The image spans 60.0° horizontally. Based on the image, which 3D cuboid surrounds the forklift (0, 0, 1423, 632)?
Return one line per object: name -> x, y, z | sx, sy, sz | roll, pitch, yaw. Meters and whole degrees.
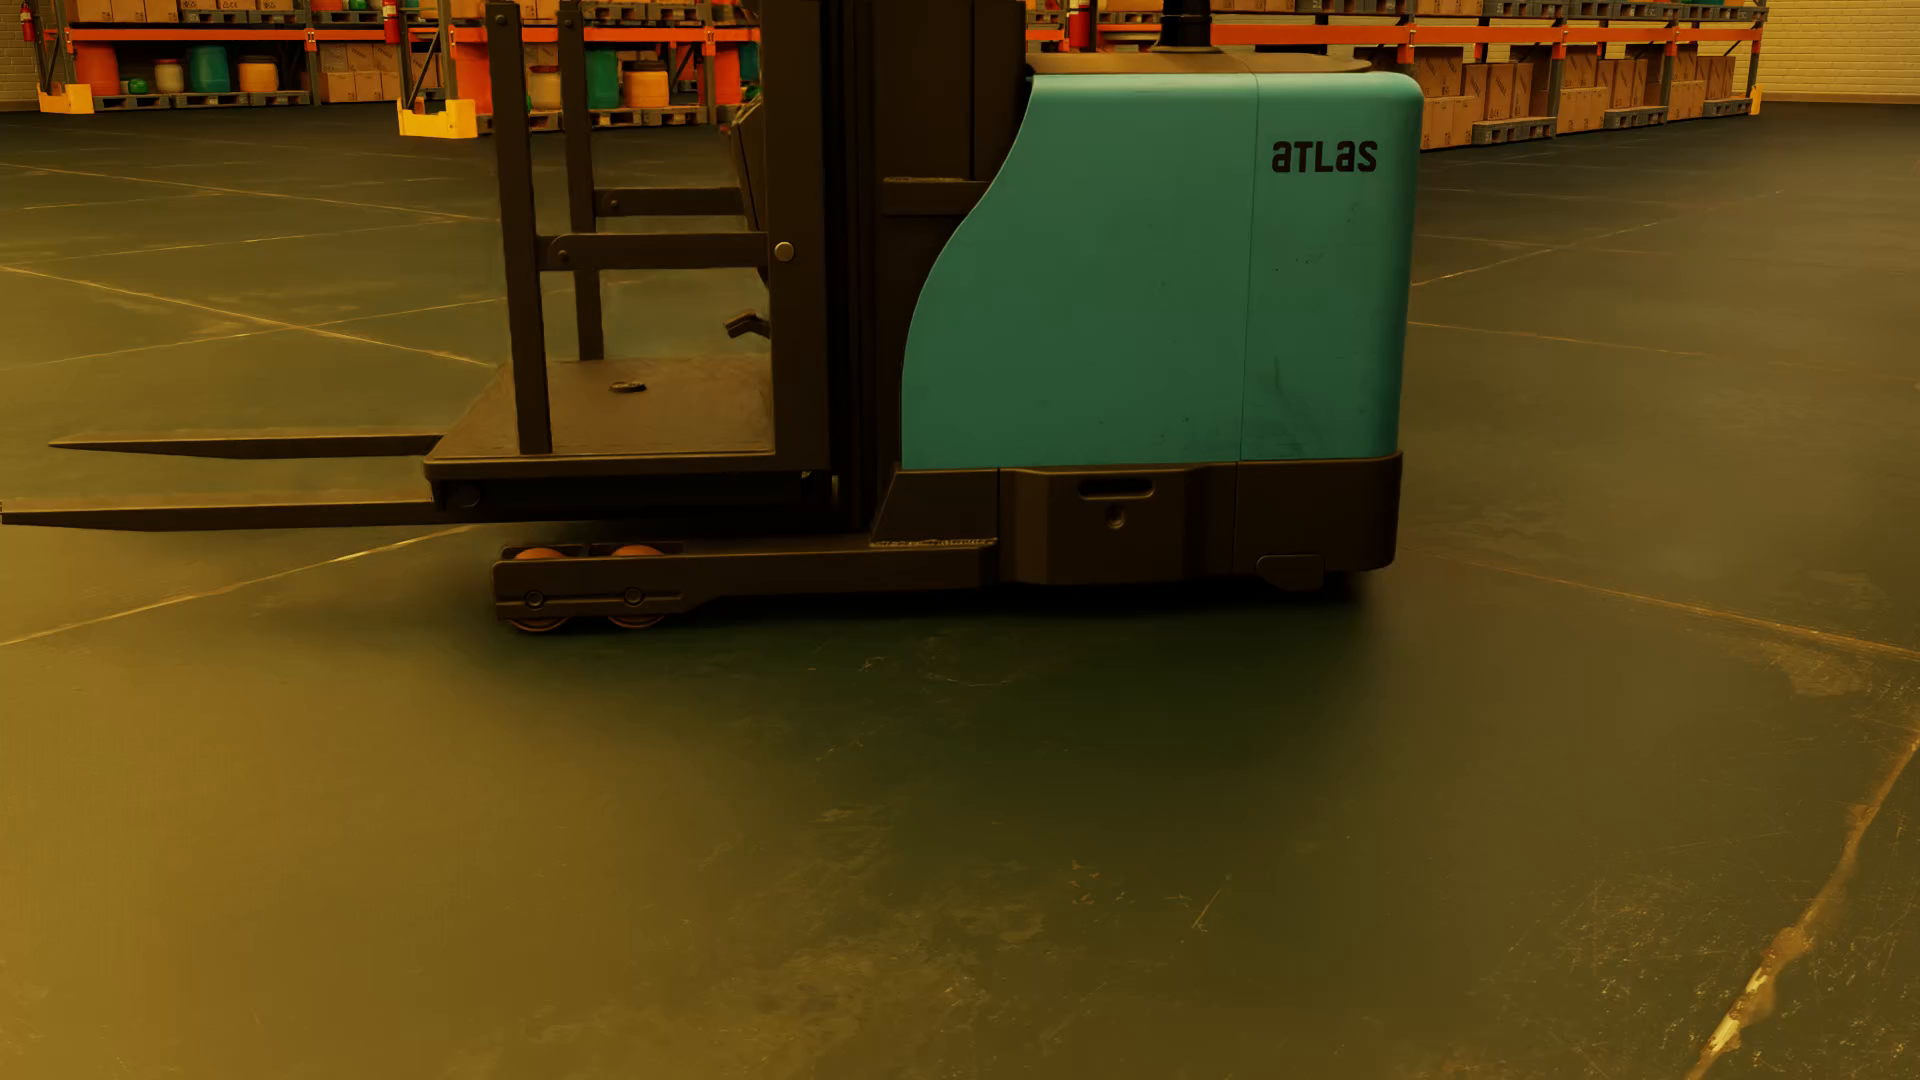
forklift -> -0.618, -1.379, 3.439 | 3.031, 2.935, 1.130 | -2, 17, -5
